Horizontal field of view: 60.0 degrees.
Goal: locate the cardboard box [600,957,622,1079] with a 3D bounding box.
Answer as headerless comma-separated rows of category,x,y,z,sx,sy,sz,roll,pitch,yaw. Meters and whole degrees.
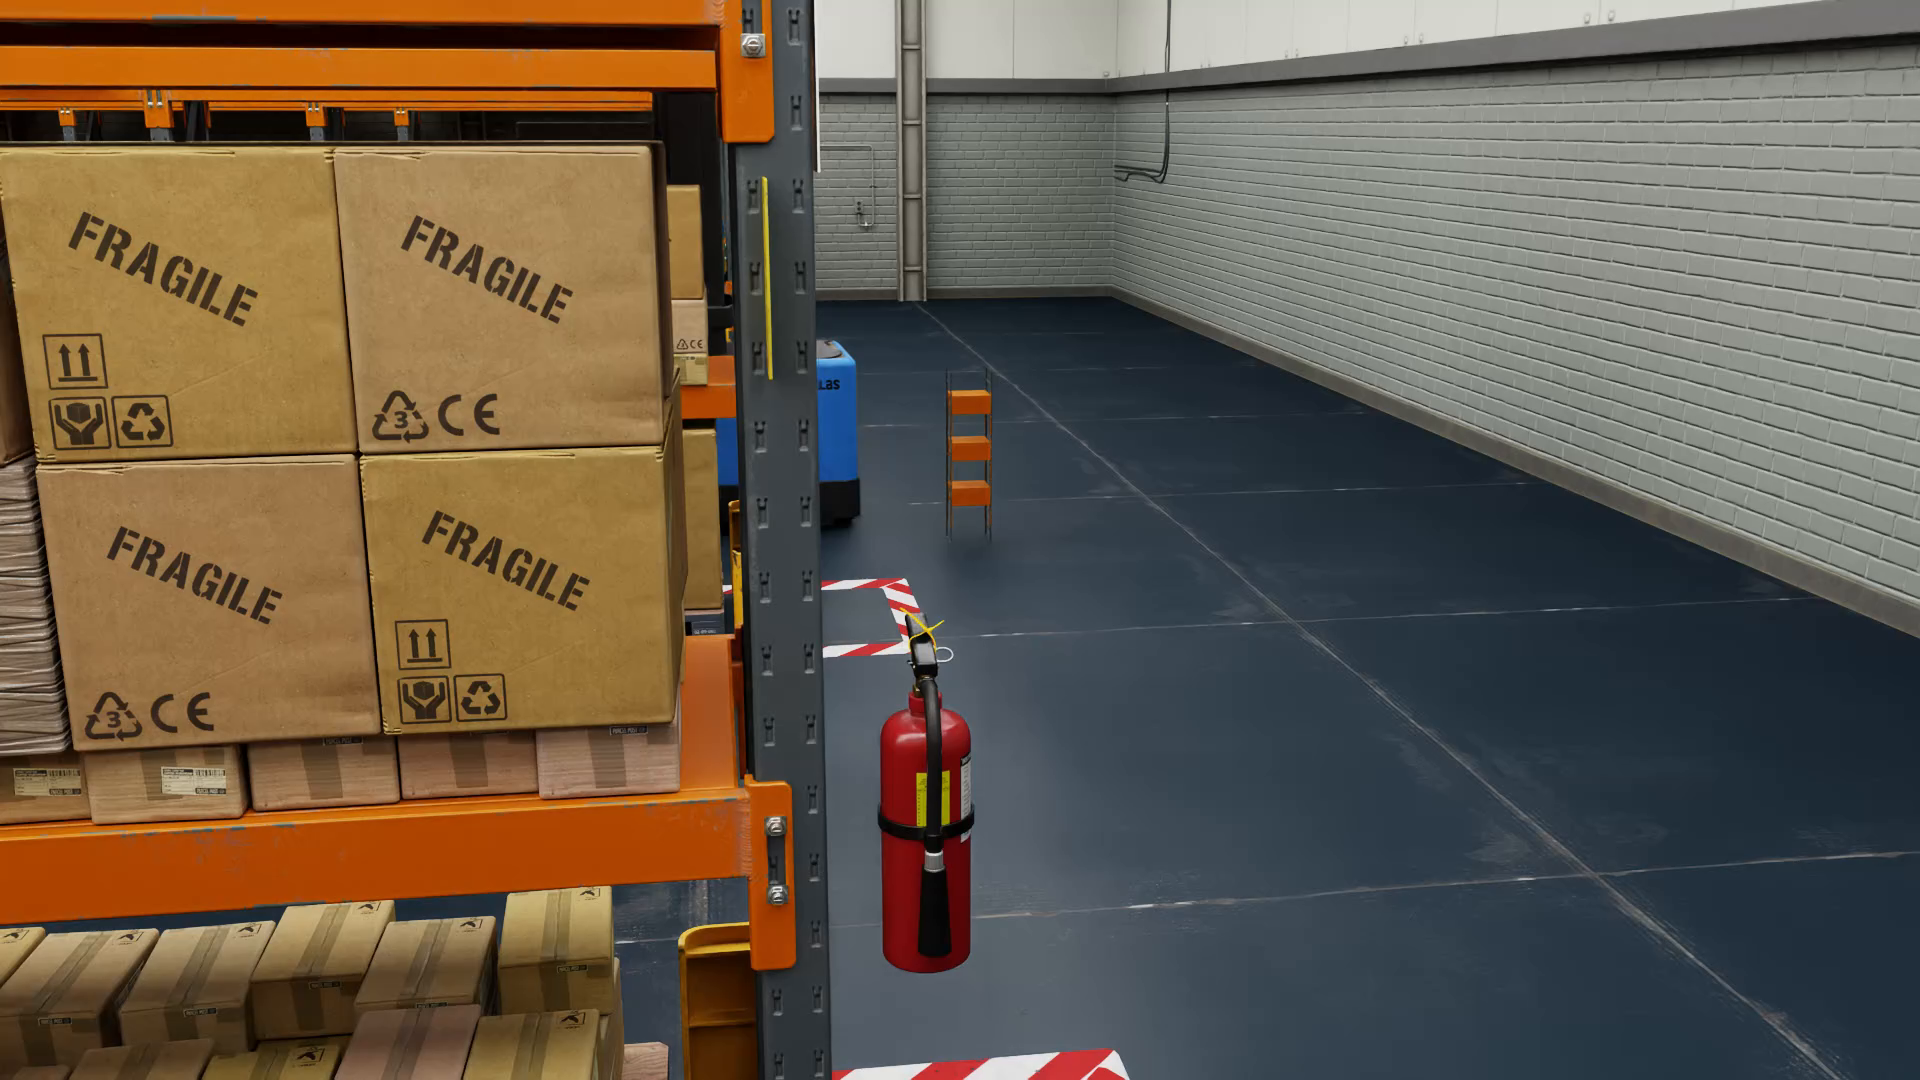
cardboard box,-0.938,1.140,3.896,0.250,0.149,0.380,-1,14,-6

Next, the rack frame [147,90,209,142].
rack frame,-5.714,-2.095,12.410,0.127,3.000,1.000,-2,14,-8

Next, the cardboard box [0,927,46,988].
cardboard box,-2.249,1.028,3.730,0.250,0.149,0.380,-2,14,-7

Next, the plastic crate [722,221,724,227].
plastic crate,-2.062,-2.229,12.749,0.499,0.435,0.616,-2,14,-8

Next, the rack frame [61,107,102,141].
rack frame,-11.145,-4.333,21.334,0.127,3.000,1.000,-2,14,-8

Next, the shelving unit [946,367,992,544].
shelving unit,0.053,-0.511,10.102,0.252,1.050,0.215,-2,14,-8

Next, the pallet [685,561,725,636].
pallet,-1.800,0.352,8.386,1.213,0.211,1.003,-2,14,-8

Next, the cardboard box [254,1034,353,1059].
cardboard box,-1.446,1.167,3.790,0.250,0.149,0.380,-2,14,-8

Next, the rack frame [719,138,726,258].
rack frame,-2.493,-3.432,17.740,0.127,3.000,1.000,-2,14,-8

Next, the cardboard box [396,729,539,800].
cardboard box,-0.914,0.350,3.178,0.250,0.149,0.380,-2,14,-8

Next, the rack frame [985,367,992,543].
rack frame,0.174,-0.516,10.119,0.008,1.050,0.200,-2,14,-8

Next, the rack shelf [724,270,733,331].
rack shelf,-3.736,-1.819,12.787,4.000,0.370,1.077,-2,14,-8

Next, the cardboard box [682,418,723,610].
cardboard box,-1.642,-0.179,8.276,0.875,0.875,0.875,-2,14,-8

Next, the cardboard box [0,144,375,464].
cardboard box,-1.298,-0.435,2.918,0.500,0.500,0.500,-3,14,-10

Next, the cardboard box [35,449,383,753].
cardboard box,-1.298,0.051,3.036,0.500,0.500,0.500,-2,14,-9

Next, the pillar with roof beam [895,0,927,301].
pillar with roof beam,-0.052,-6.803,18.851,0.400,9.000,9.100,-2,14,-8

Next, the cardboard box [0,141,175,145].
cardboard box,-1.881,-0.544,3.353,0.500,0.500,0.500,-2,14,-10

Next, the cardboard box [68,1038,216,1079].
cardboard box,-1.627,1.148,3.252,0.250,0.149,0.380,-3,14,-11

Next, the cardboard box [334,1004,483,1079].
cardboard box,-1.125,1.114,3.388,0.250,0.149,0.380,-2,14,-7

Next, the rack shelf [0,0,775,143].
rack shelf,-2.359,-0.886,2.899,4.000,0.370,1.077,-2,14,-8

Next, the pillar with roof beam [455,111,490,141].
pillar with roof beam,-5.985,-6.586,17.984,0.400,9.000,9.100,-2,14,-8

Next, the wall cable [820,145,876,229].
wall cable,-2.109,-5.390,23.459,1.851,1.984,0.084,-2,14,-8

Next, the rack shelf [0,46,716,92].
rack shelf,-2.998,-2.082,7.671,4.000,0.370,1.077,-2,14,-8

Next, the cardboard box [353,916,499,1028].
cardboard box,-1.205,1.015,3.784,0.250,0.149,0.380,-2,14,-7

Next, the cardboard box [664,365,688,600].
cardboard box,-0.867,-0.095,3.617,0.500,0.500,0.500,-1,14,-6

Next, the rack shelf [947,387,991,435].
rack shelf,0.053,-0.776,10.035,0.240,0.259,0.215,-2,14,-8

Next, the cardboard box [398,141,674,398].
cardboard box,-0.865,-0.577,3.485,0.500,0.500,0.500,-2,14,-9

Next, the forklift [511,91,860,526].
forklift,-2.202,-1.552,10.385,3.031,2.935,1.130,-3,14,-10

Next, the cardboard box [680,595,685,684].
cardboard box,-0.751,0.203,3.764,0.250,0.149,0.380,-2,14,-9

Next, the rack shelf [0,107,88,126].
rack shelf,-13.123,-5.367,20.768,4.000,0.370,1.077,-2,14,-8

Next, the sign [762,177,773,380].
sign,-0.319,-0.433,2.751,0.005,0.325,0.100,-2,14,-8

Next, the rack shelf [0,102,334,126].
rack shelf,-8.426,-4.320,16.595,4.000,0.370,1.077,-2,14,-8

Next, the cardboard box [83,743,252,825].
cardboard box,-1.408,0.377,3.068,0.250,0.149,0.380,-2,14,-7

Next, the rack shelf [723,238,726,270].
rack shelf,-4.471,-3.010,17.538,4.000,0.370,1.077,-2,14,-8

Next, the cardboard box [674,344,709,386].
cardboard box,-1.324,-0.835,7.901,0.250,0.149,0.380,-2,14,-7

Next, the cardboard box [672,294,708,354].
cardboard box,-1.460,-1.039,7.895,0.500,0.250,0.500,-2,14,-9

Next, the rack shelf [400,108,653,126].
rack shelf,-5.212,-5.657,21.924,4.000,0.370,1.077,-2,14,-8

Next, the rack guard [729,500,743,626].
rack guard,-0.997,0.163,8.545,0.348,0.500,1.175,-2,14,-8

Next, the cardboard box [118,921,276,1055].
cardboard box,-1.706,1.022,3.755,0.250,0.149,0.380,-3,14,-11

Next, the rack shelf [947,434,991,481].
rack shelf,0.053,-0.501,10.104,0.240,0.259,0.215,-2,14,-8
